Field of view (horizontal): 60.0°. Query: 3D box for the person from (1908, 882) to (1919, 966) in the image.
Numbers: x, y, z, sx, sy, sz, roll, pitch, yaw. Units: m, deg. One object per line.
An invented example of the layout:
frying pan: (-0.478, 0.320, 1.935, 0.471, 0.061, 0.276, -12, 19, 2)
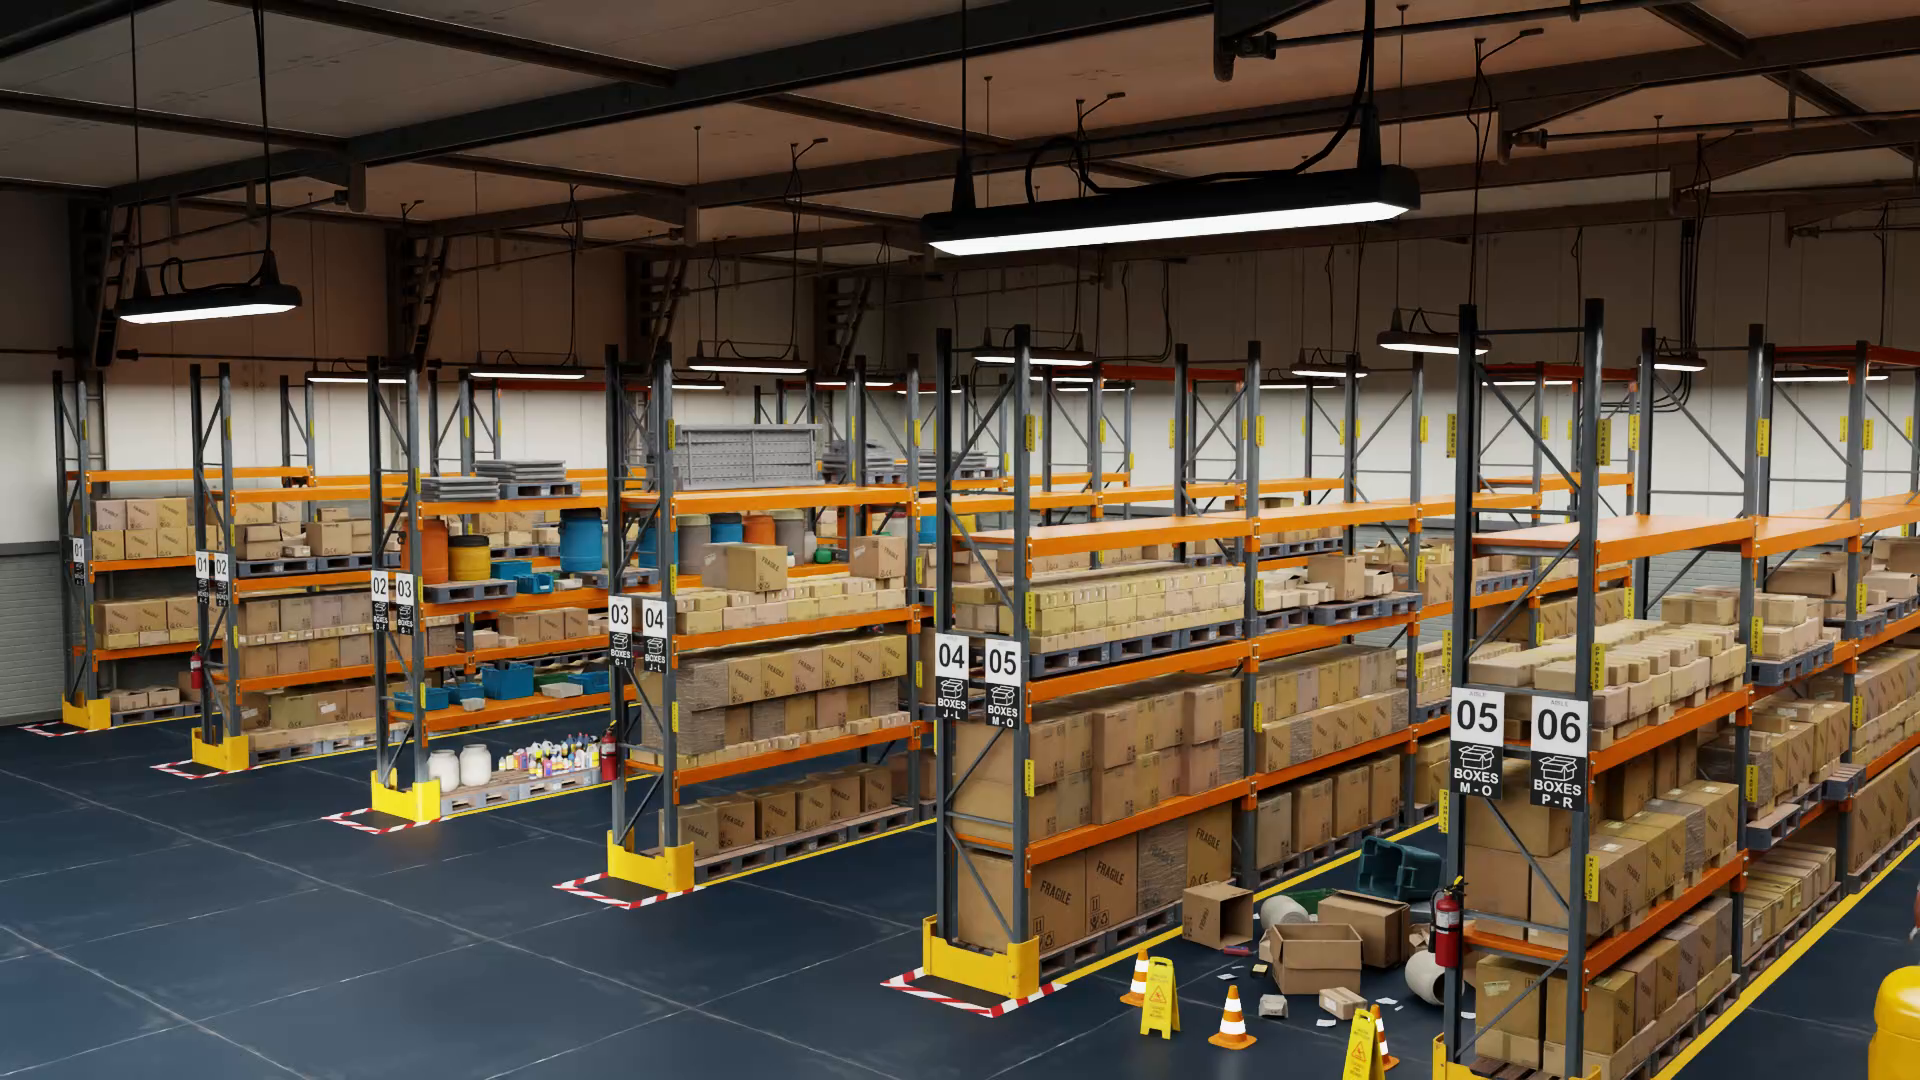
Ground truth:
person: (8.270, 3.334, 13.853, 0.631, 1.674, 0.749, 3, 5, 40)
